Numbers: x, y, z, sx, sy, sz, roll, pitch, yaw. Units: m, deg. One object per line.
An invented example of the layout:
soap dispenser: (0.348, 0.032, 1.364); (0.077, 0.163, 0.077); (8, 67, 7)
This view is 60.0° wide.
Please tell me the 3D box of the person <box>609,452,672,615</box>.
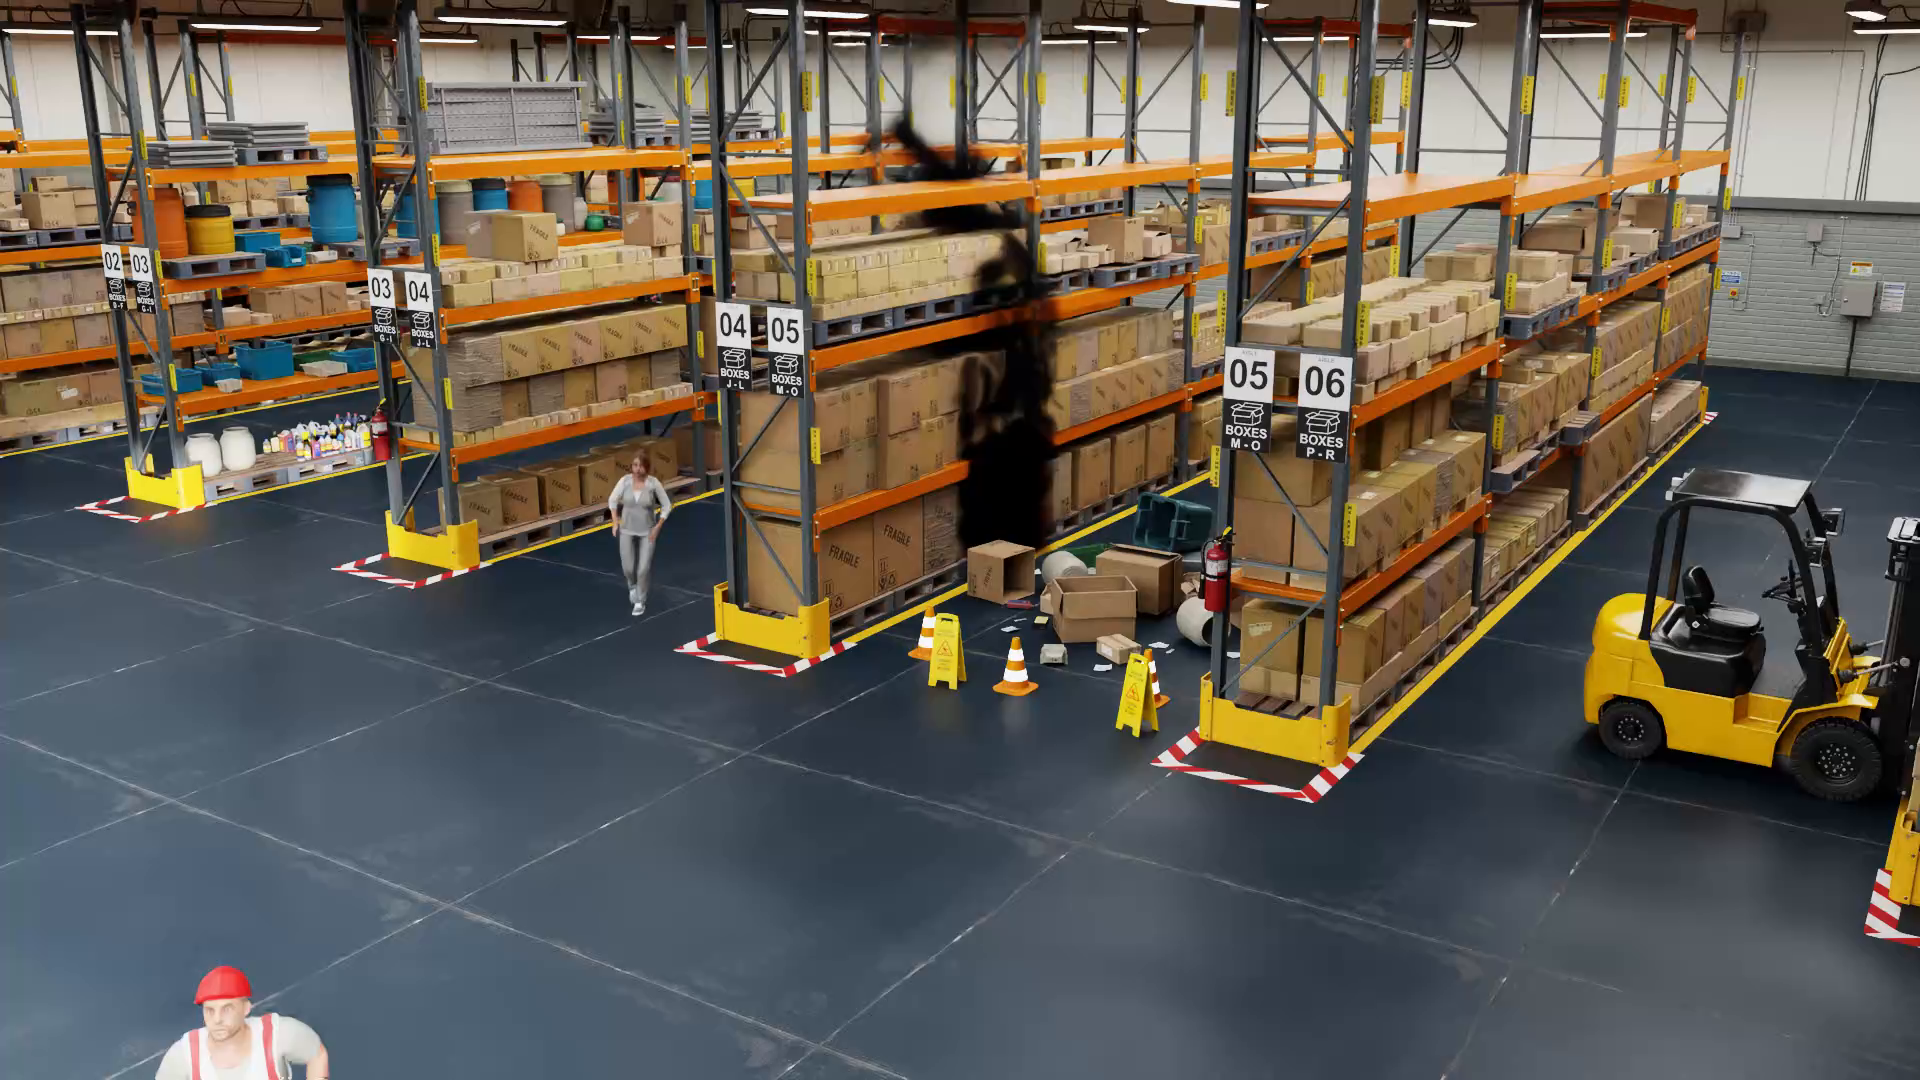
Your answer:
person: (-2.974, -0.073, 15.506); (0.586, 1.554, 0.471); (-1, 16, -4)

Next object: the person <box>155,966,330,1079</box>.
person: (-2.925, 2.531, 6.860); (0.664, 1.781, 0.886); (-5, 16, -19)
